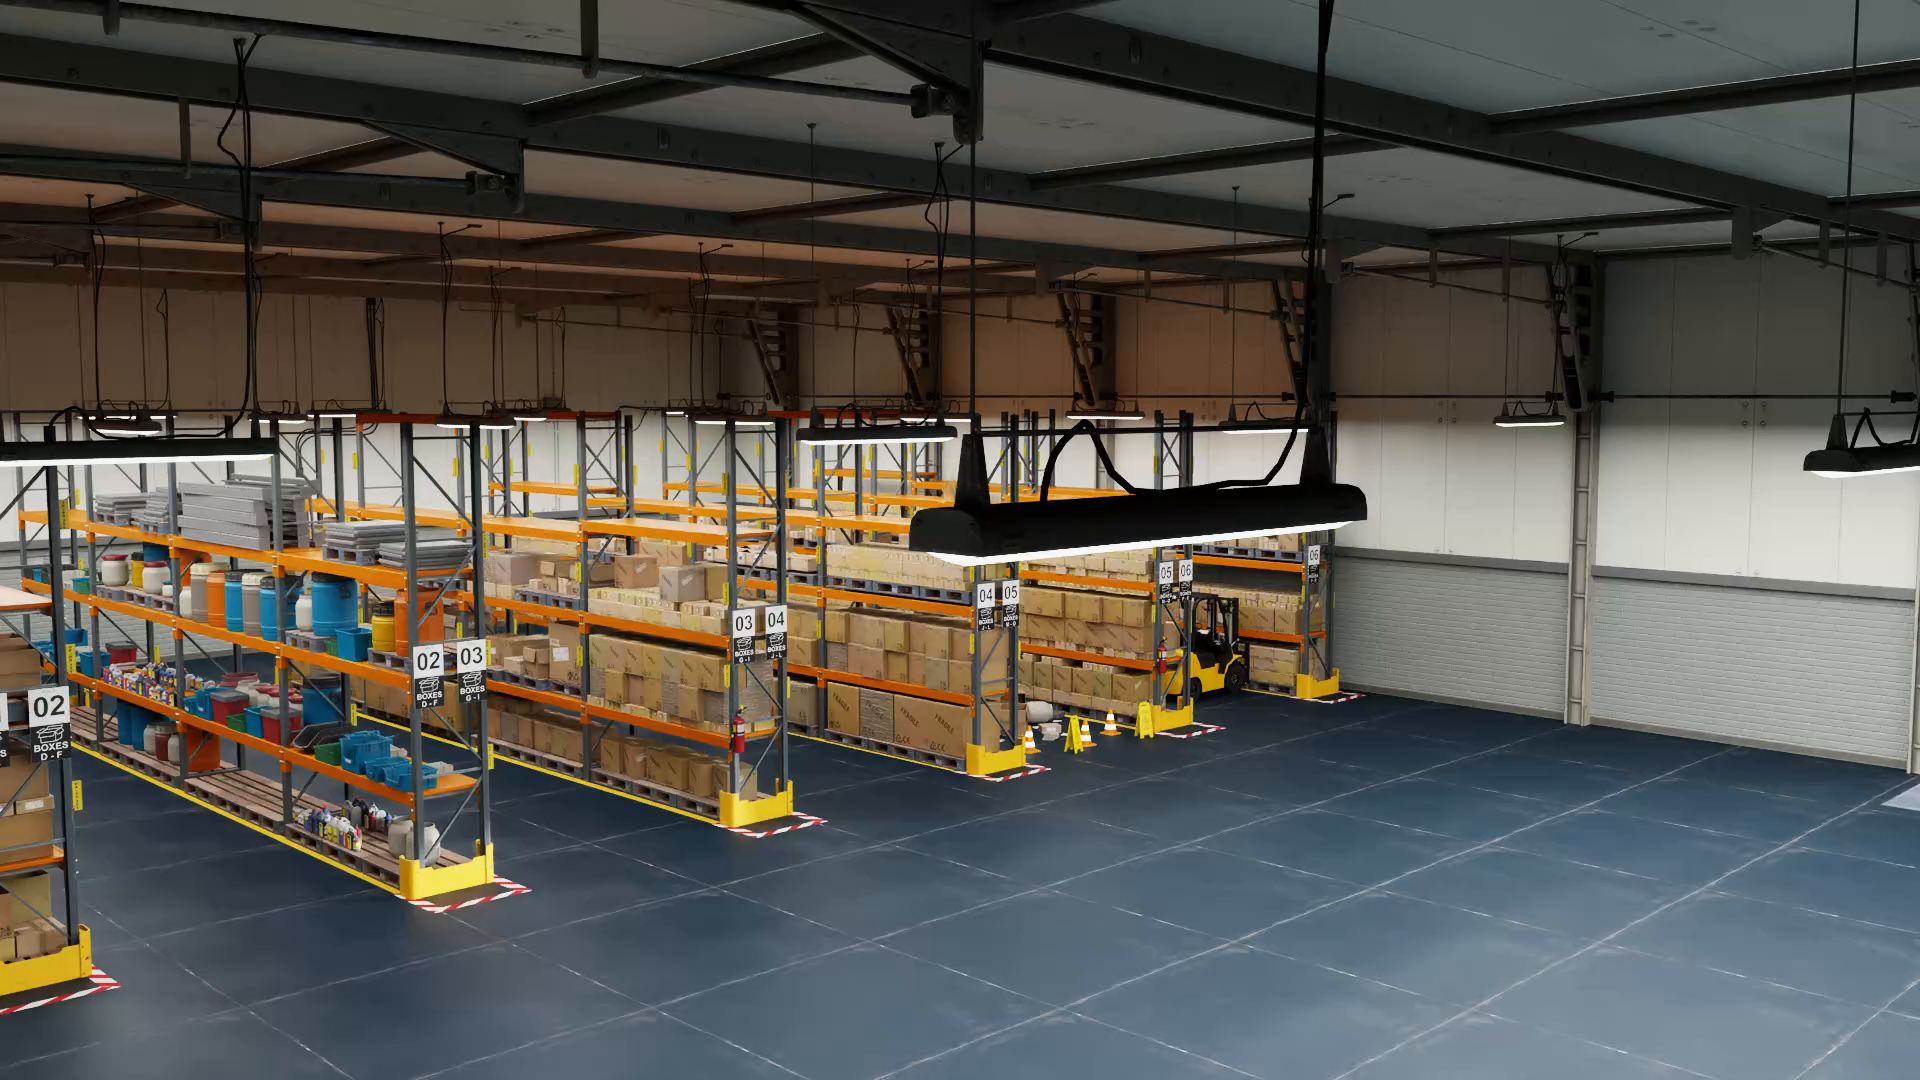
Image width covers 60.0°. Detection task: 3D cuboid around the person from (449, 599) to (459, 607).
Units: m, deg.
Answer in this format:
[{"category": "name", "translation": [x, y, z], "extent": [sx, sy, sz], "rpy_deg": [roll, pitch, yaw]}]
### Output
[{"category": "person", "translation": [-11.885, 2.122, 39.006], "extent": [0.724, 1.684, 0.559], "rpy_deg": [1, 5, 11]}]
